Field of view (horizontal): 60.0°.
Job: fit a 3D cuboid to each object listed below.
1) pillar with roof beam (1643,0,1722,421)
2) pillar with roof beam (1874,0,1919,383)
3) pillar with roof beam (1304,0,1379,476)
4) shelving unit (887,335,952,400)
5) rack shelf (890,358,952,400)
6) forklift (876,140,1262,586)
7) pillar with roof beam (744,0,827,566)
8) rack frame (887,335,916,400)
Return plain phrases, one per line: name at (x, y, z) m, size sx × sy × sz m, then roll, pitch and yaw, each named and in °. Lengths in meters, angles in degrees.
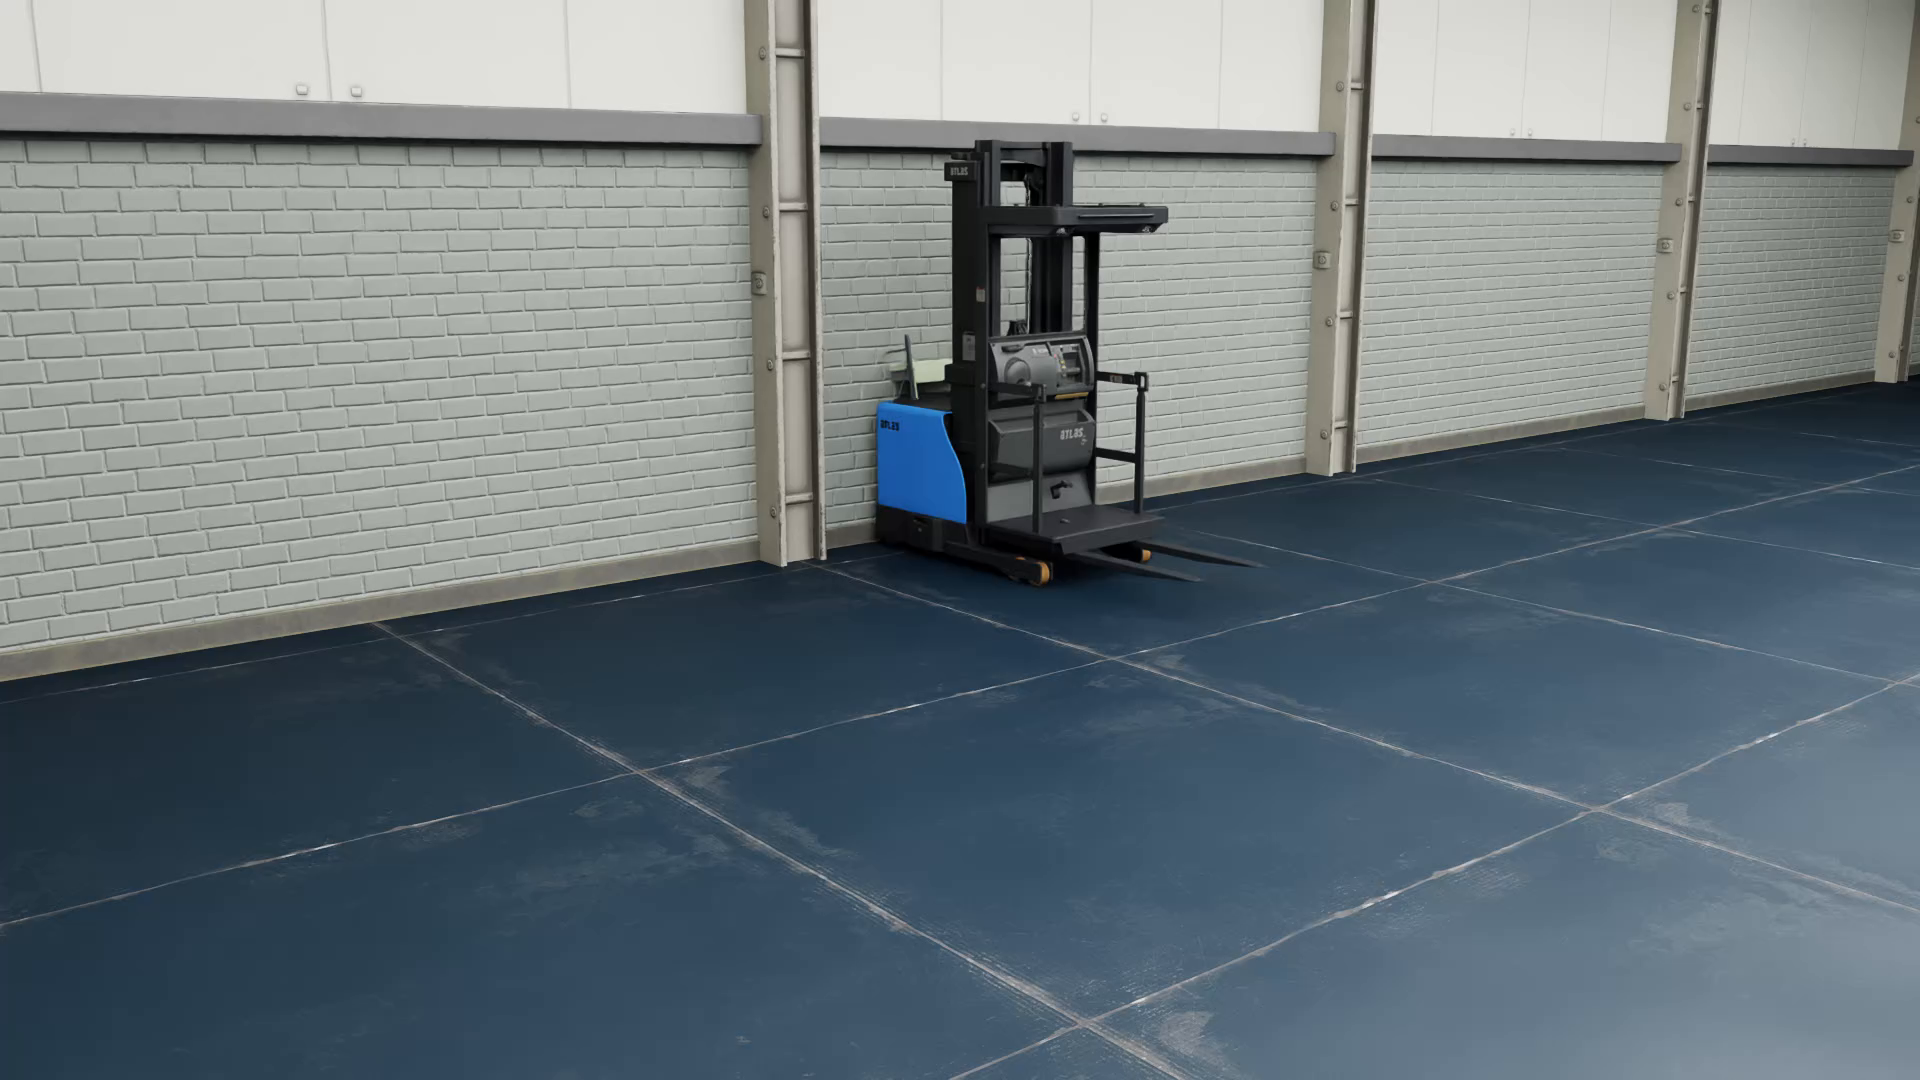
pillar with roof beam at (10.852, -5.123, 15.092) m, size 0.400 × 9.000 × 9.100 m, roll -9°, pitch 15°, yaw -38°
pillar with roof beam at (15.537, -5.902, 18.758) m, size 0.400 × 9.000 × 9.100 m, roll -9°, pitch 15°, yaw -38°
pillar with roof beam at (6.167, -4.345, 11.425) m, size 0.400 × 9.000 × 9.100 m, roll -9°, pitch 15°, yaw -38°
shelving unit at (-0.145, -0.807, 12.617) m, size 0.755 × 1.500 × 0.431 m, roll -10°, pitch 6°, yaw -40°
rack shelf at (-0.190, -1.194, 12.588) m, size 0.720 × 0.370 × 0.431 m, roll -10°, pitch 6°, yaw -40°
forklift at (0.717, -1.243, 11.426) m, size 1.130 × 2.935 × 3.031 m, roll -10°, pitch 16°, yaw -40°
pillar with roof beam at (1.482, -3.566, 7.759) m, size 0.400 × 9.000 × 9.100 m, roll -9°, pitch 15°, yaw -38°
rack frame at (-0.422, -0.758, 12.383) m, size 0.023 × 1.500 × 0.400 m, roll -10°, pitch 6°, yaw -40°
